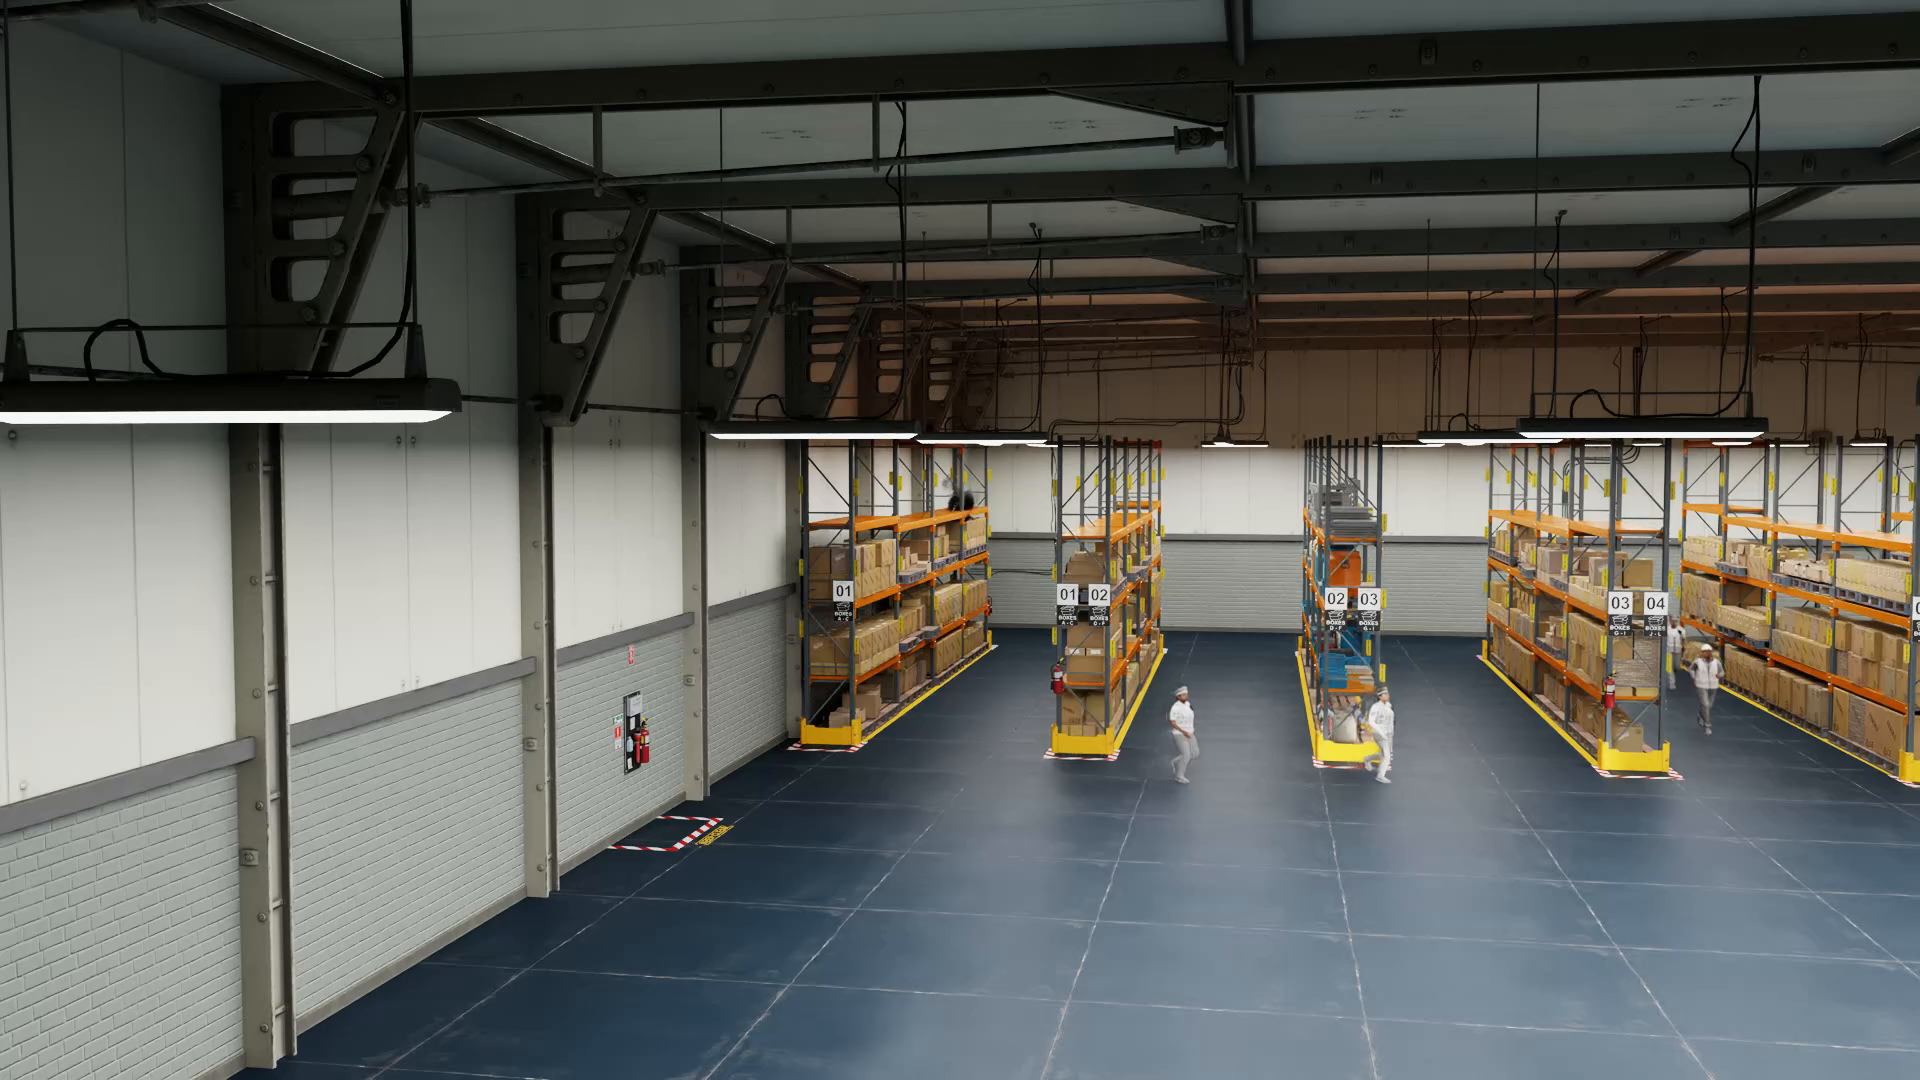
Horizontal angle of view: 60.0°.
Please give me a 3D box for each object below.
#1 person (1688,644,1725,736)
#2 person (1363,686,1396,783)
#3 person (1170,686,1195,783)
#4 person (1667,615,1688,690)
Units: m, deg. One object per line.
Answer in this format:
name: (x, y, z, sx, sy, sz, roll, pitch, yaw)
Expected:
person: (15.177, 3.007, 33.767, 0.643, 1.798, 0.894, 0, 3, 6)
person: (7.237, 3.339, 28.773, 0.627, 1.668, 0.612, -3, 4, -40)
person: (3.854, 3.347, 28.694, 0.485, 1.668, 0.581, 3, 4, 43)
person: (17.199, 2.684, 40.119, 0.663, 1.785, 0.878, 1, 3, 13)
